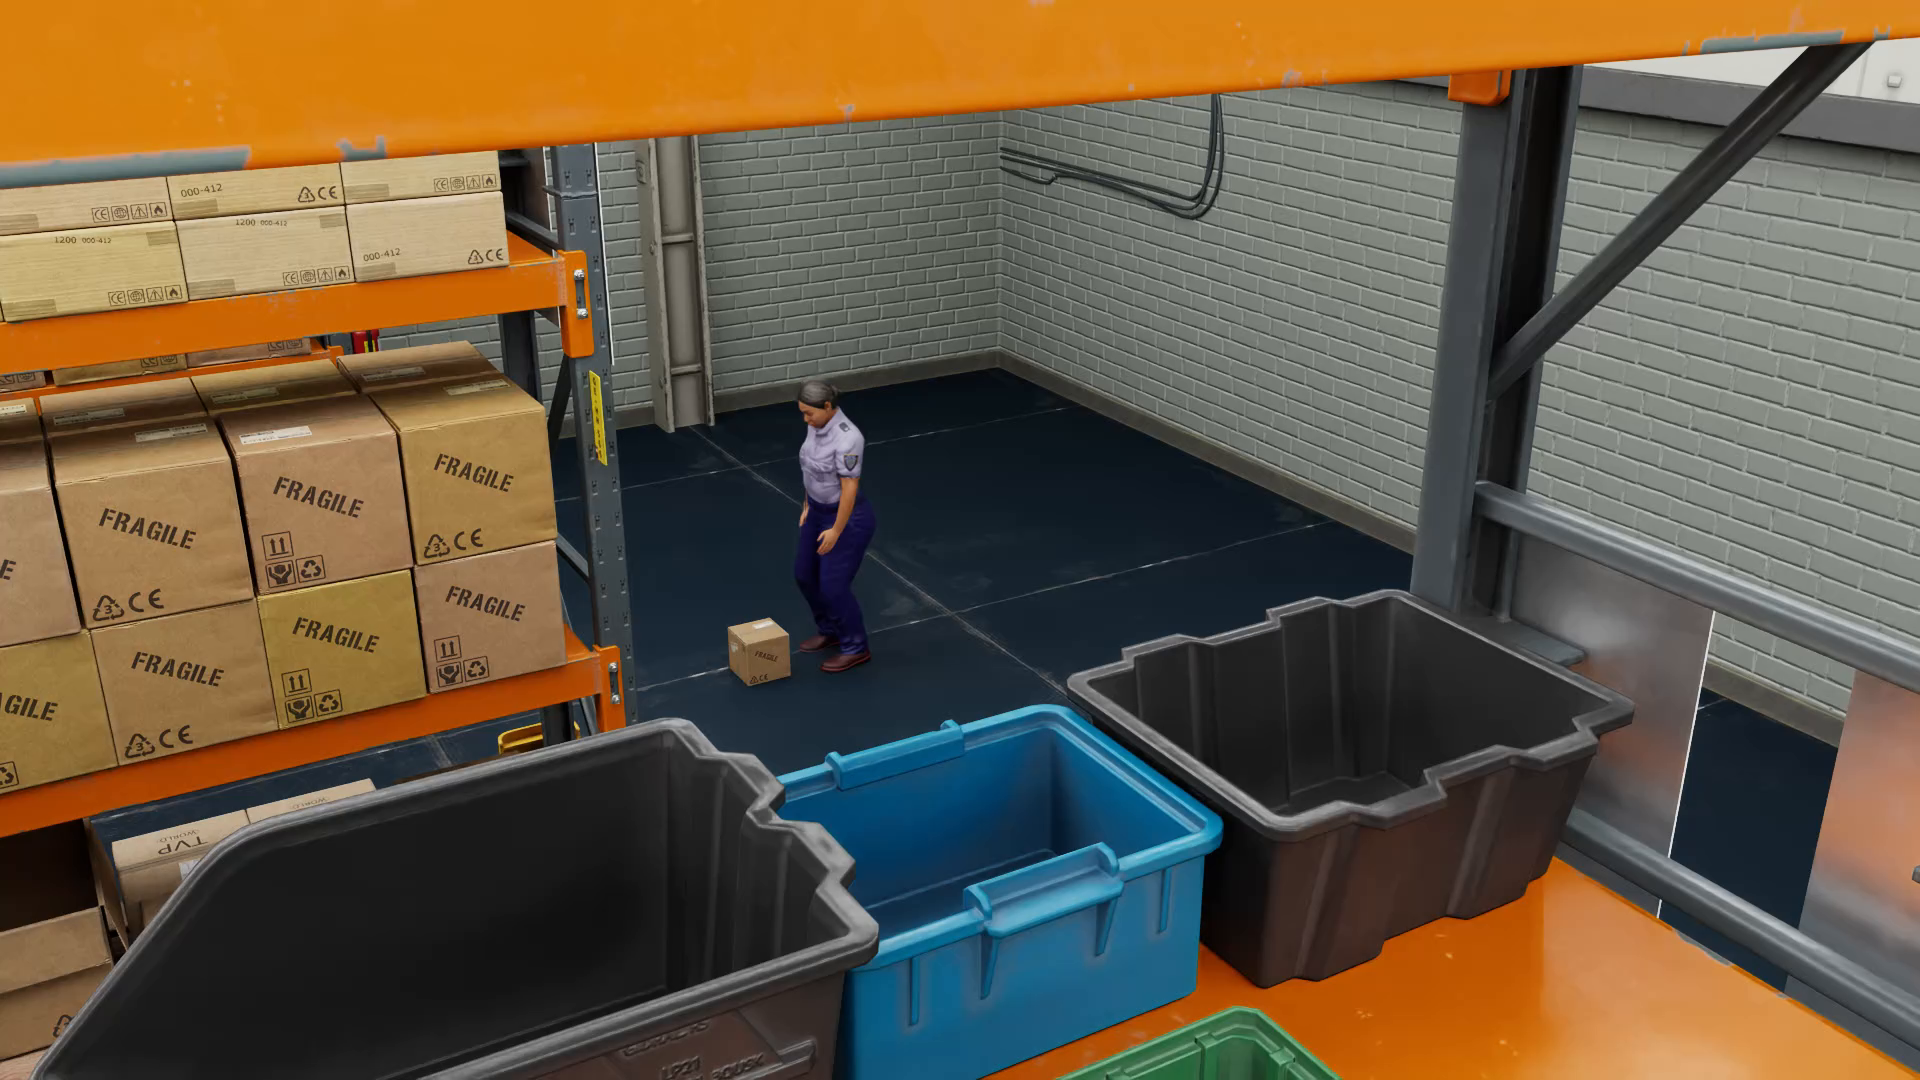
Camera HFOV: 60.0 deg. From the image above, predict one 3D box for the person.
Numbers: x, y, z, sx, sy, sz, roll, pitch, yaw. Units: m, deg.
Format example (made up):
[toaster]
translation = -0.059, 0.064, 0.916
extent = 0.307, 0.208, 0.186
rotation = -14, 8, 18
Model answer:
[person]
translation = -0.662, -0.087, 8.915
extent = 0.390, 1.597, 0.496
rotation = -12, 25, -27
